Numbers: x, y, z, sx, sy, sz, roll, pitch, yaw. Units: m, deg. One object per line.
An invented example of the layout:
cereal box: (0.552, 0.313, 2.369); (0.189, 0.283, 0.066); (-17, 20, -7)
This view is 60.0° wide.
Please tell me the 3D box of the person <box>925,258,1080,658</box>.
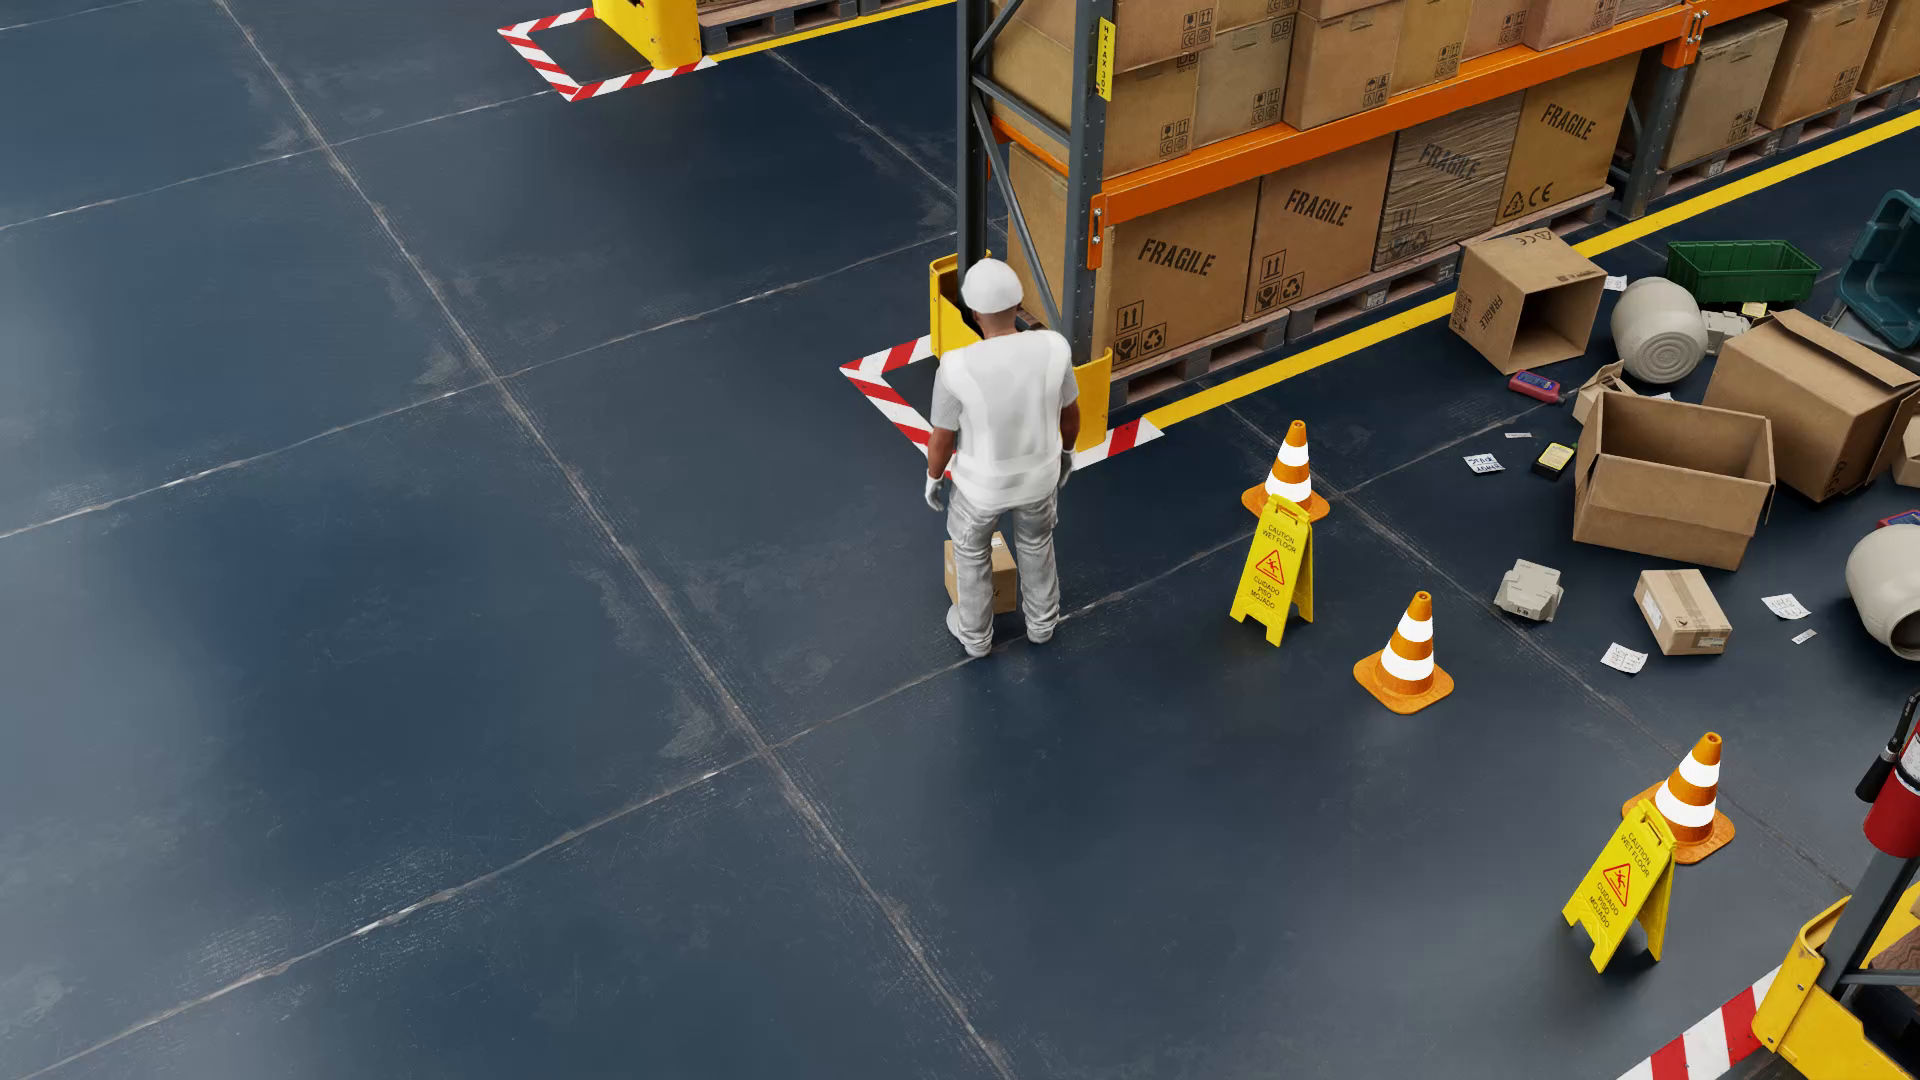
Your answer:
person: (0.163, -0.279, 6.477); (0.620, 1.773, 0.448); (-11, 42, -13)
